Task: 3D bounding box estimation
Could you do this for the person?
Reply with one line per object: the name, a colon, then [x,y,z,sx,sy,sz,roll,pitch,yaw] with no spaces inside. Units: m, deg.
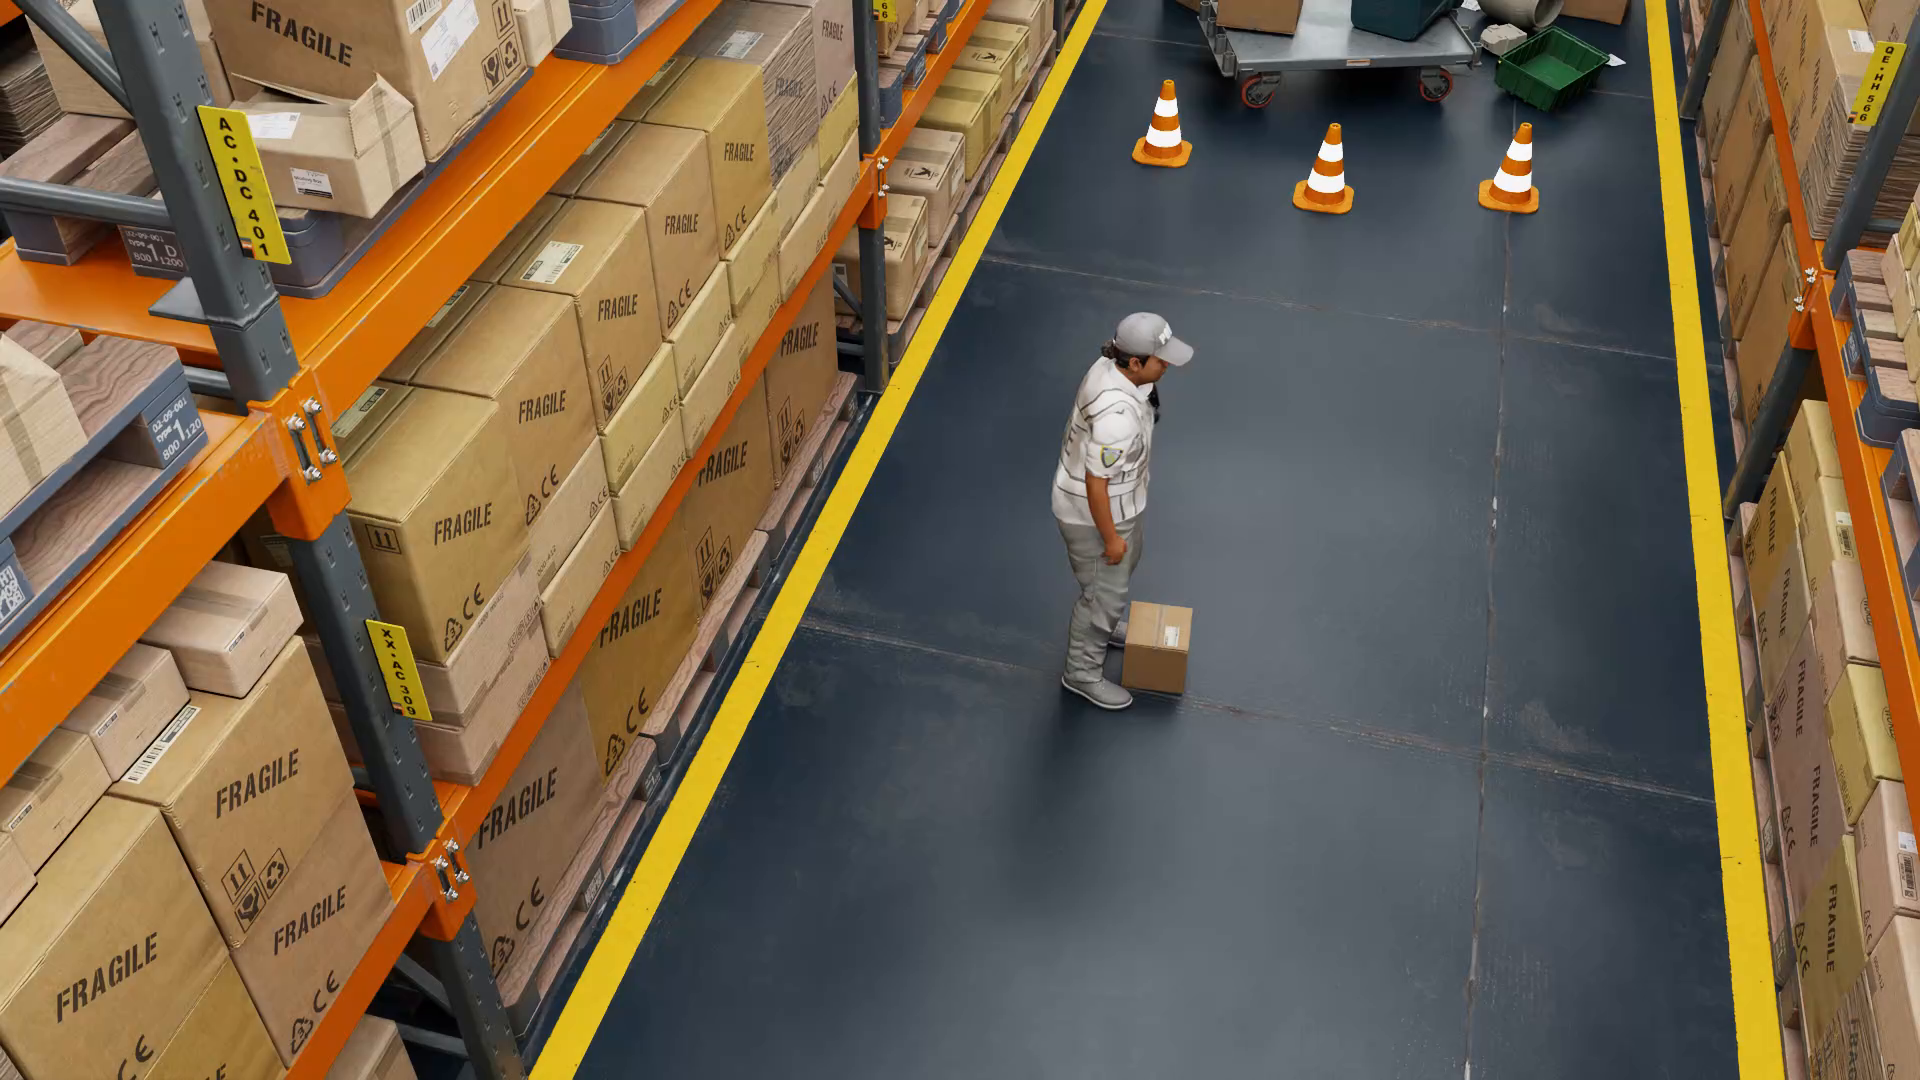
person: [0.585,-0.135,6.306,0.463,1.667,0.563,8,42,9]
